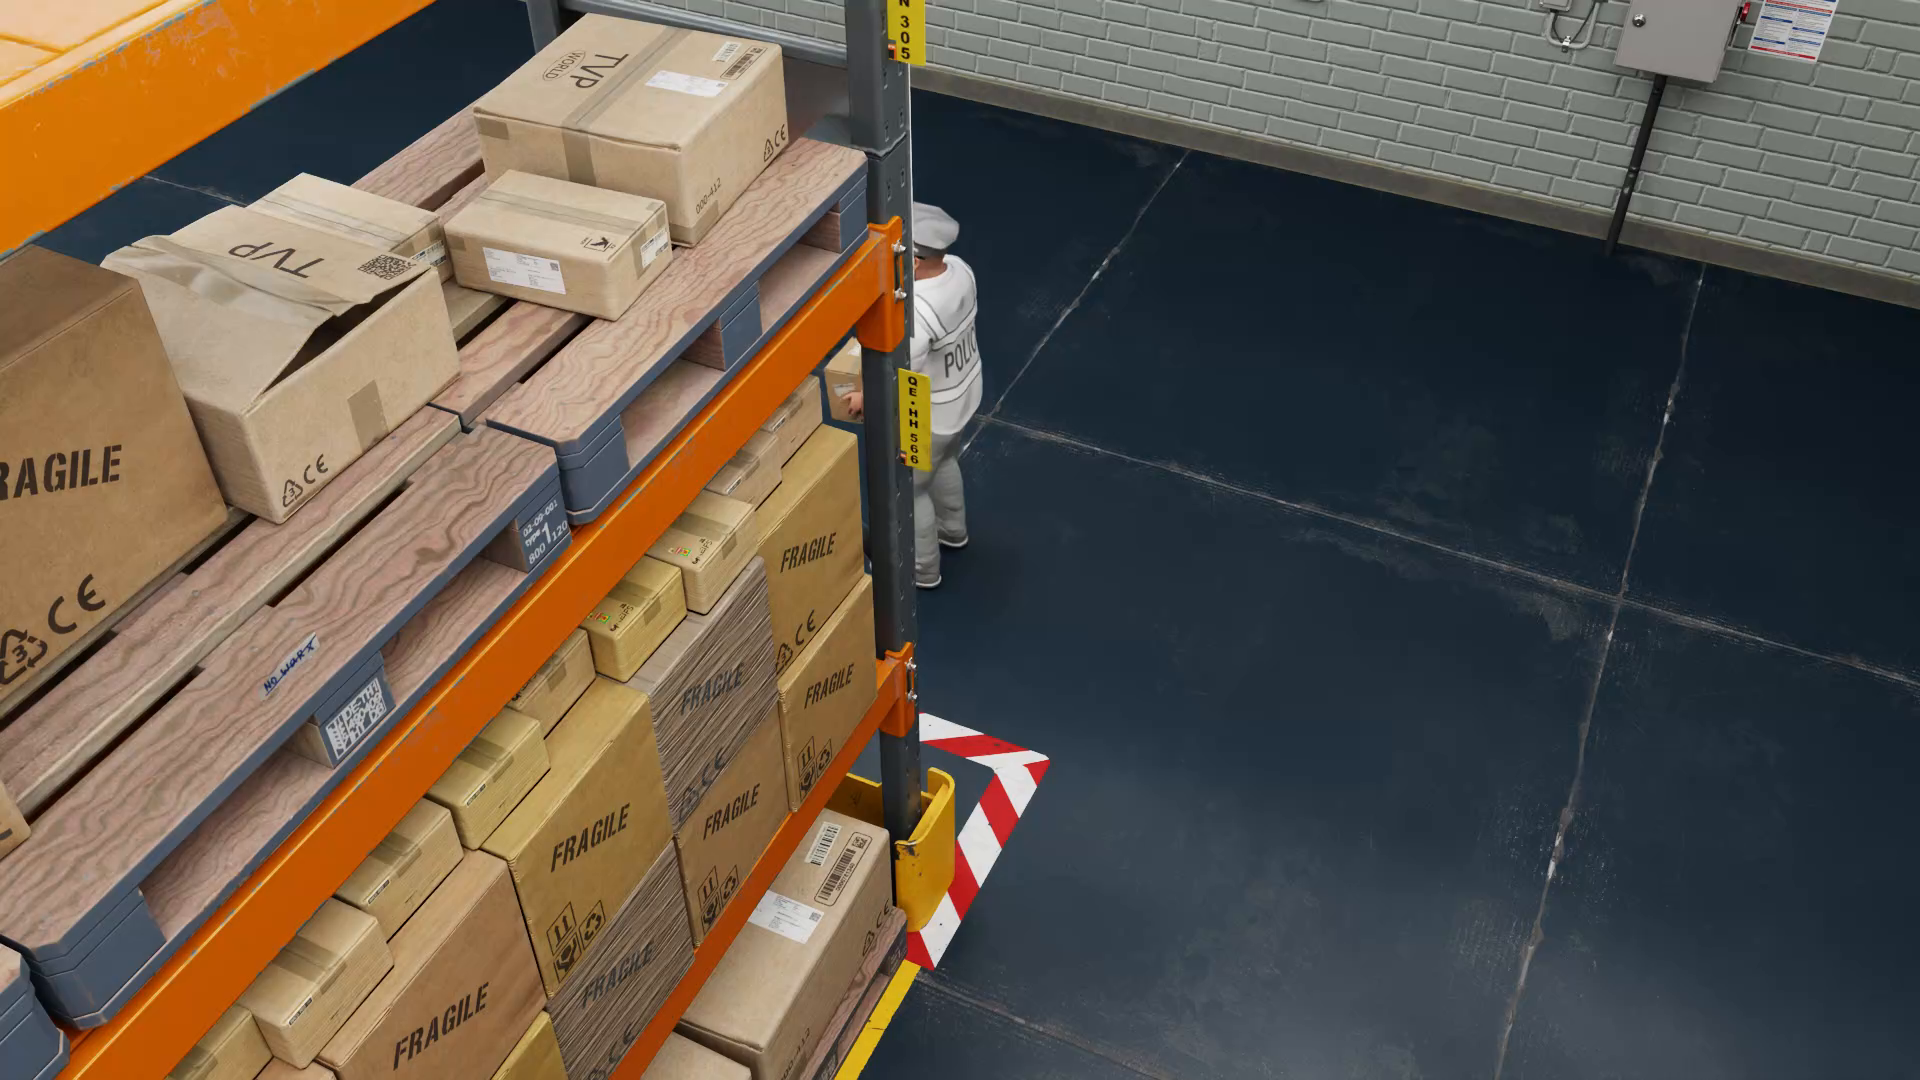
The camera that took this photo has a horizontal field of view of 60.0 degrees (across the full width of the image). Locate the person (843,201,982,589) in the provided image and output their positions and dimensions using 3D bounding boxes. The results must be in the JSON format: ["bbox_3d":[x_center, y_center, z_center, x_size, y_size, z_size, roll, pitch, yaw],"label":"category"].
[{"bbox_3d":[-0.187,-0.577,6.783,0.513,1.772,0.530,17,44,18],"label":"person"}]
